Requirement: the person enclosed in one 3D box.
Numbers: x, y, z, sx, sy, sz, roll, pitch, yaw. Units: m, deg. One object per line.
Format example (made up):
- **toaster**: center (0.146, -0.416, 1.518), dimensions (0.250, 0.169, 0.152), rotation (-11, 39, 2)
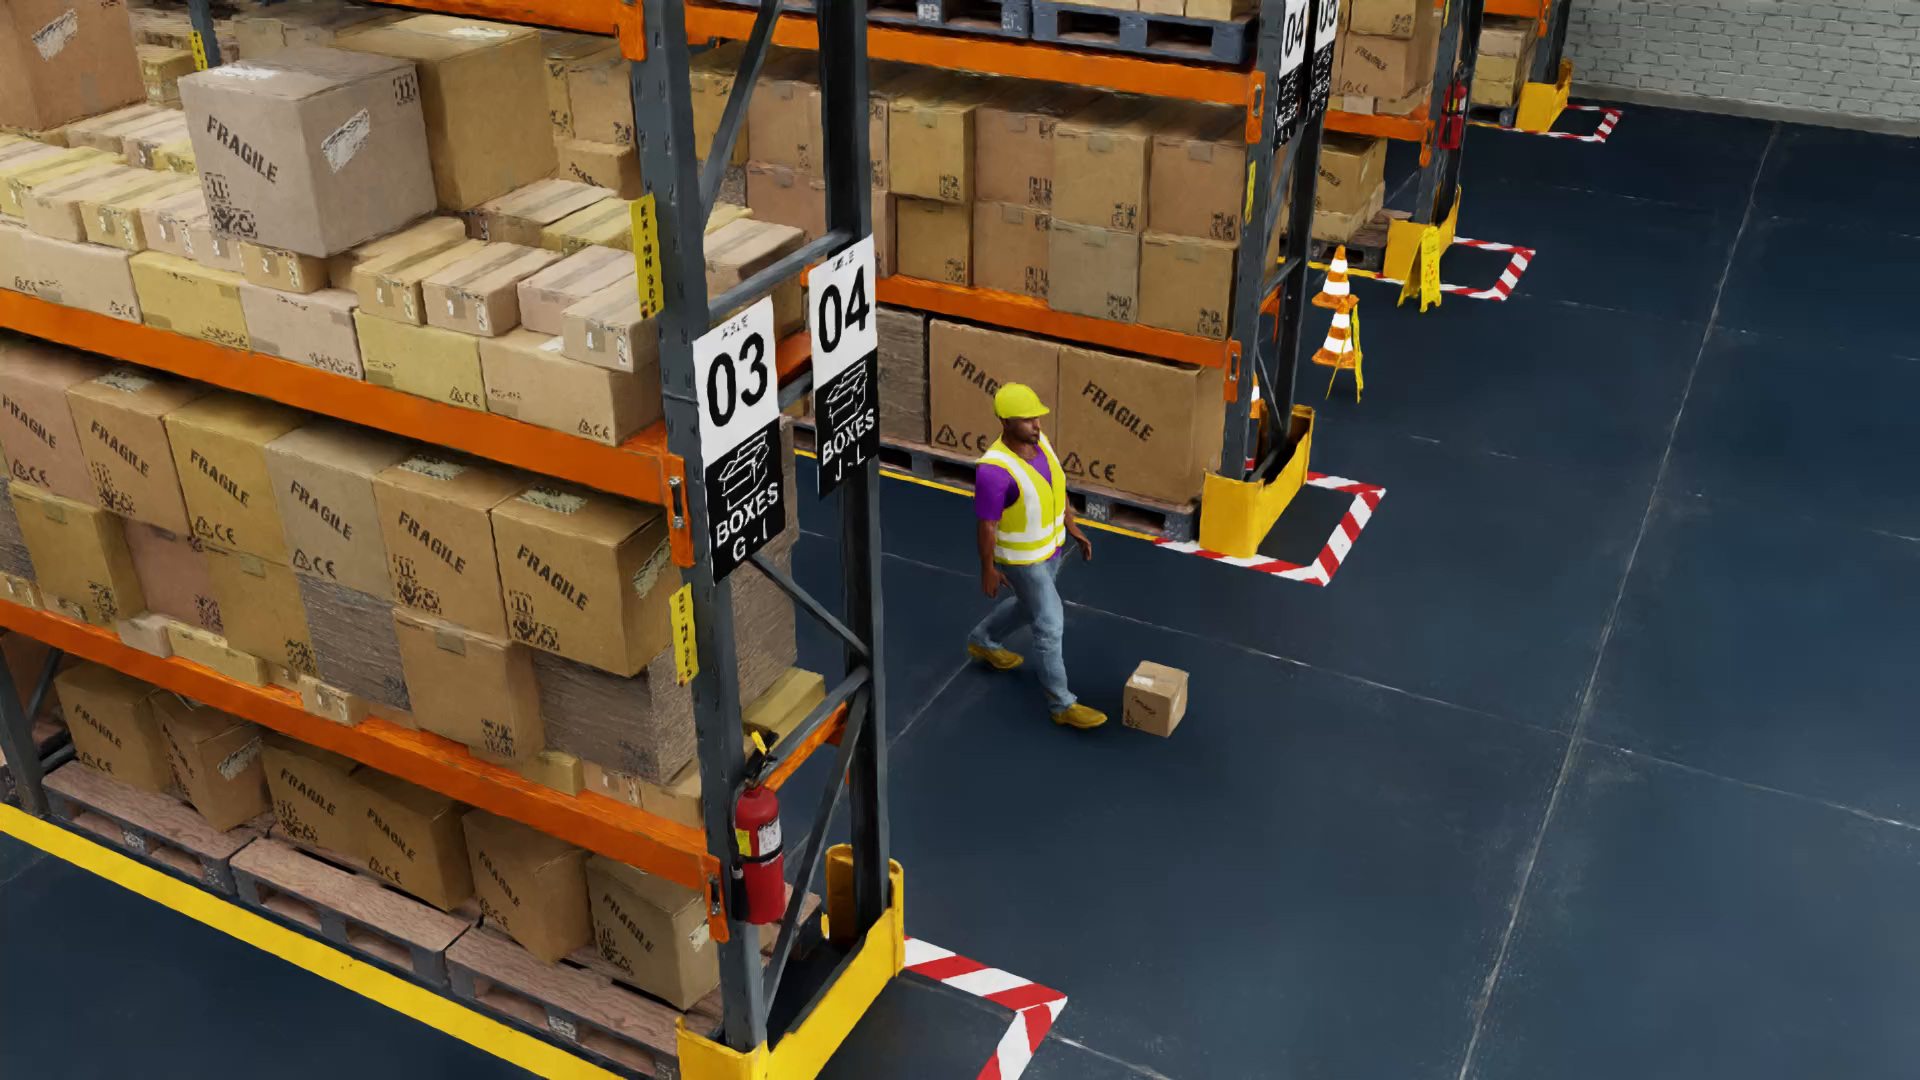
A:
- **person**: center (0.395, 0.053, 8.191), dimensions (0.908, 1.741, 0.570), rotation (15, 33, 24)
